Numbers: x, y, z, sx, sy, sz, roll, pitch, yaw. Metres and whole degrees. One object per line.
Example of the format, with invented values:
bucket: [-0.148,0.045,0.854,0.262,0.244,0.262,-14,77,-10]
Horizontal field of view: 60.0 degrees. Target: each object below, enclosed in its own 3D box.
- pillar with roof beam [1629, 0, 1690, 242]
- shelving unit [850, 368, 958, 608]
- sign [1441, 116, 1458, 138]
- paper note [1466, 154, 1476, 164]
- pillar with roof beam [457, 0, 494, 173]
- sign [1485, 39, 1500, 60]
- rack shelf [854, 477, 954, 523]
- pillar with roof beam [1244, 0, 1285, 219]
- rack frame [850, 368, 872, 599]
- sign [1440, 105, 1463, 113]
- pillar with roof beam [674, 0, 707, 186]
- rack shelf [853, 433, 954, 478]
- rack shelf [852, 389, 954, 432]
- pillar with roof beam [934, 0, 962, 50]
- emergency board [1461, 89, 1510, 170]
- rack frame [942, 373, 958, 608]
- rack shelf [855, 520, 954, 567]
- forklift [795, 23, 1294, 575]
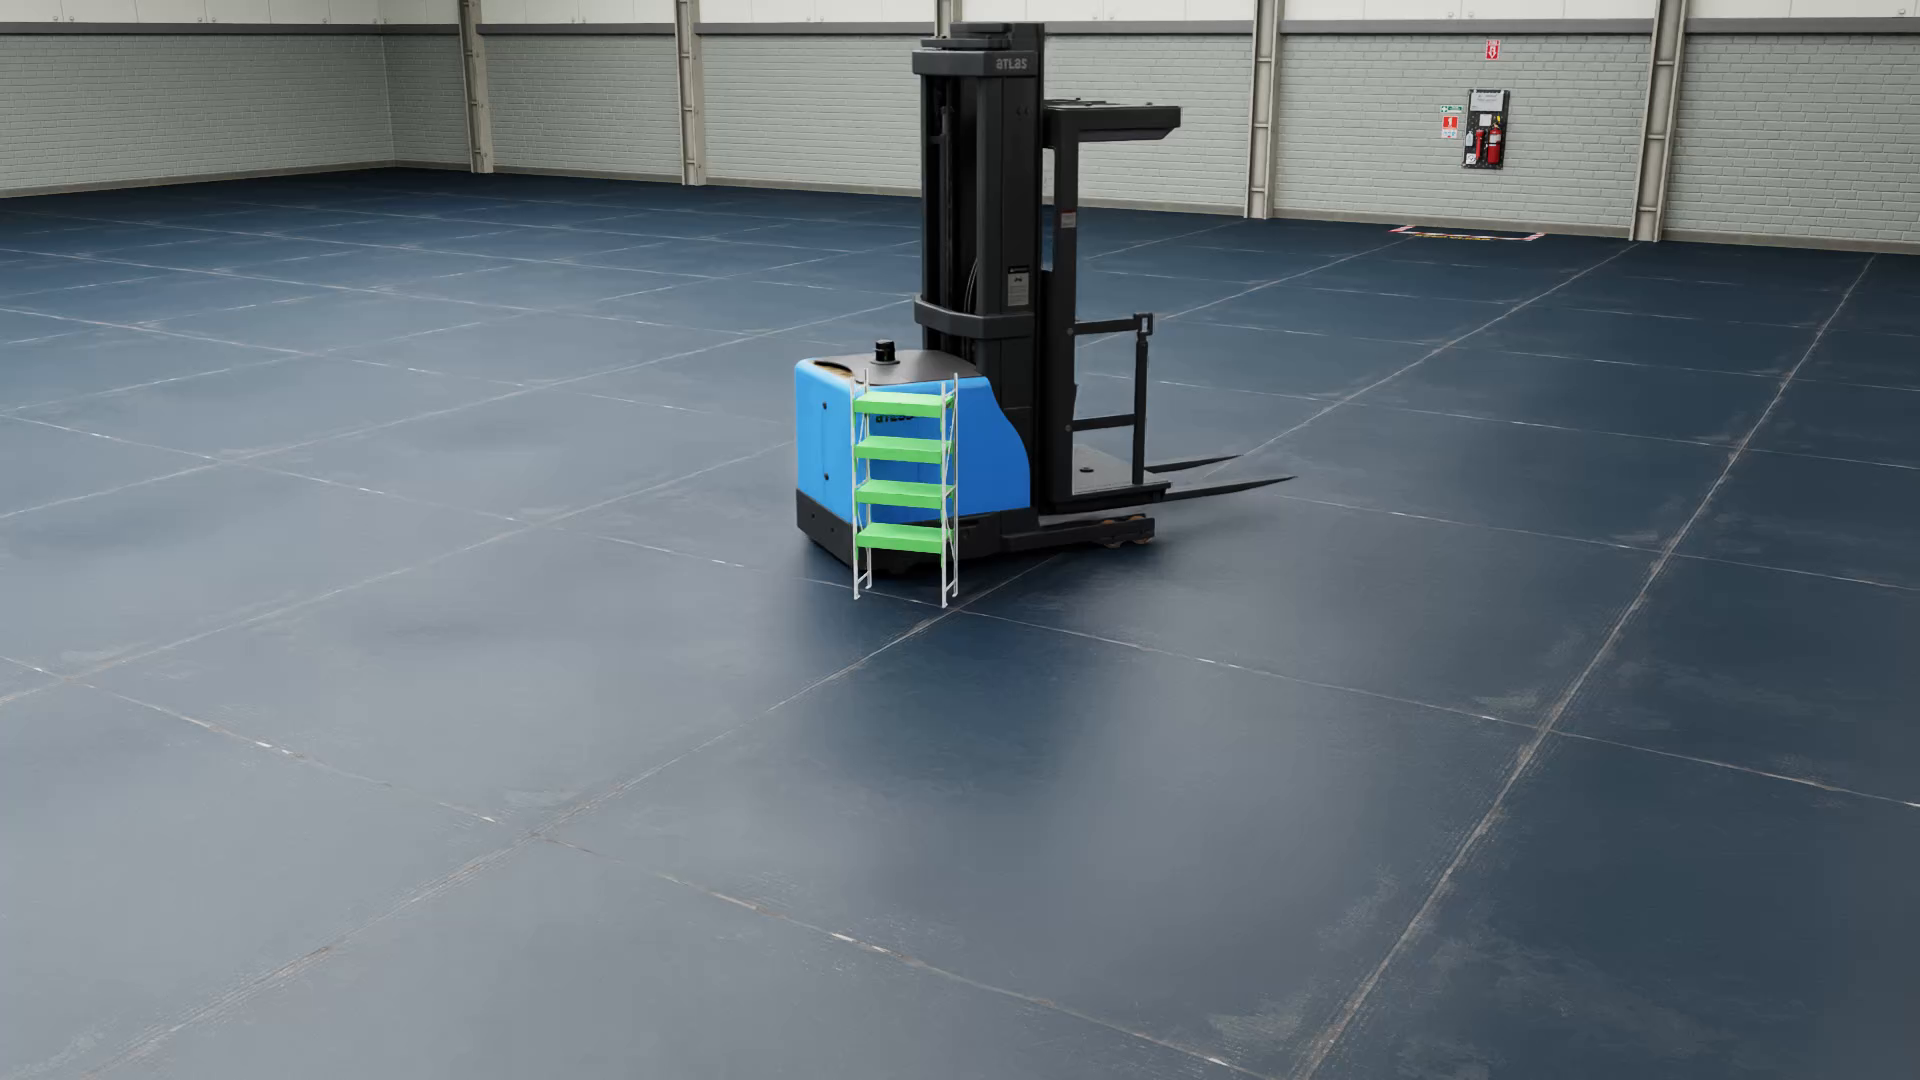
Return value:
pillar with roof beam: [7.767,-7.628,19.510,0.400,9.000,9.100,10,20,30]
shelving unit: [-0.287,-0.272,8.713,0.503,1.200,0.258,5,18,15]
sign: [7.517,-6.336,25.516,0.234,0.329,0.001,10,20,30]
paper note: [7.820,-5.831,25.433,0.142,0.148,0.016,10,20,30]
pillar with roof beam: [-12.684,-11.278,31.528,0.400,9.000,9.100,10,20,30]
sign: [7.980,-7.344,24.909,0.199,0.298,0.001,10,20,30]
rack shelf: [-0.287,-0.211,8.731,0.480,0.148,0.258,5,18,15]
pillar with roof beam: [2.654,-8.540,22.514,0.400,9.000,9.100,10,20,30]
rack frame: [-0.522,-0.292,8.777,0.015,1.200,0.240,5,18,15]
sign: [7.516,-6.586,25.429,0.331,0.109,0.001,10,20,30]
pillar with roof beam: [-7.571,-10.366,28.523,0.400,9.000,9.100,10,20,30]
rack shelf: [-0.287,-0.441,8.661,0.480,0.148,0.258,5,18,15]
rack shelf: [-0.287,-0.670,8.592,0.480,0.148,0.258,5,18,15]
pillar with roof beam: [-2.458,-9.453,25.519,0.400,9.000,9.100,10,20,30]
emergency board: [7.934,-6.209,25.160,0.643,1.169,0.194,10,20,30]
rack frame: [-0.053,-0.252,8.648,0.015,1.200,0.240,5,18,15]
rack shelf: [-0.287,0.019,8.801,0.480,0.148,0.258,5,18,15]
forklift: [0.587,-1.484,9.722,3.031,2.935,1.130,-8,19,-24]
